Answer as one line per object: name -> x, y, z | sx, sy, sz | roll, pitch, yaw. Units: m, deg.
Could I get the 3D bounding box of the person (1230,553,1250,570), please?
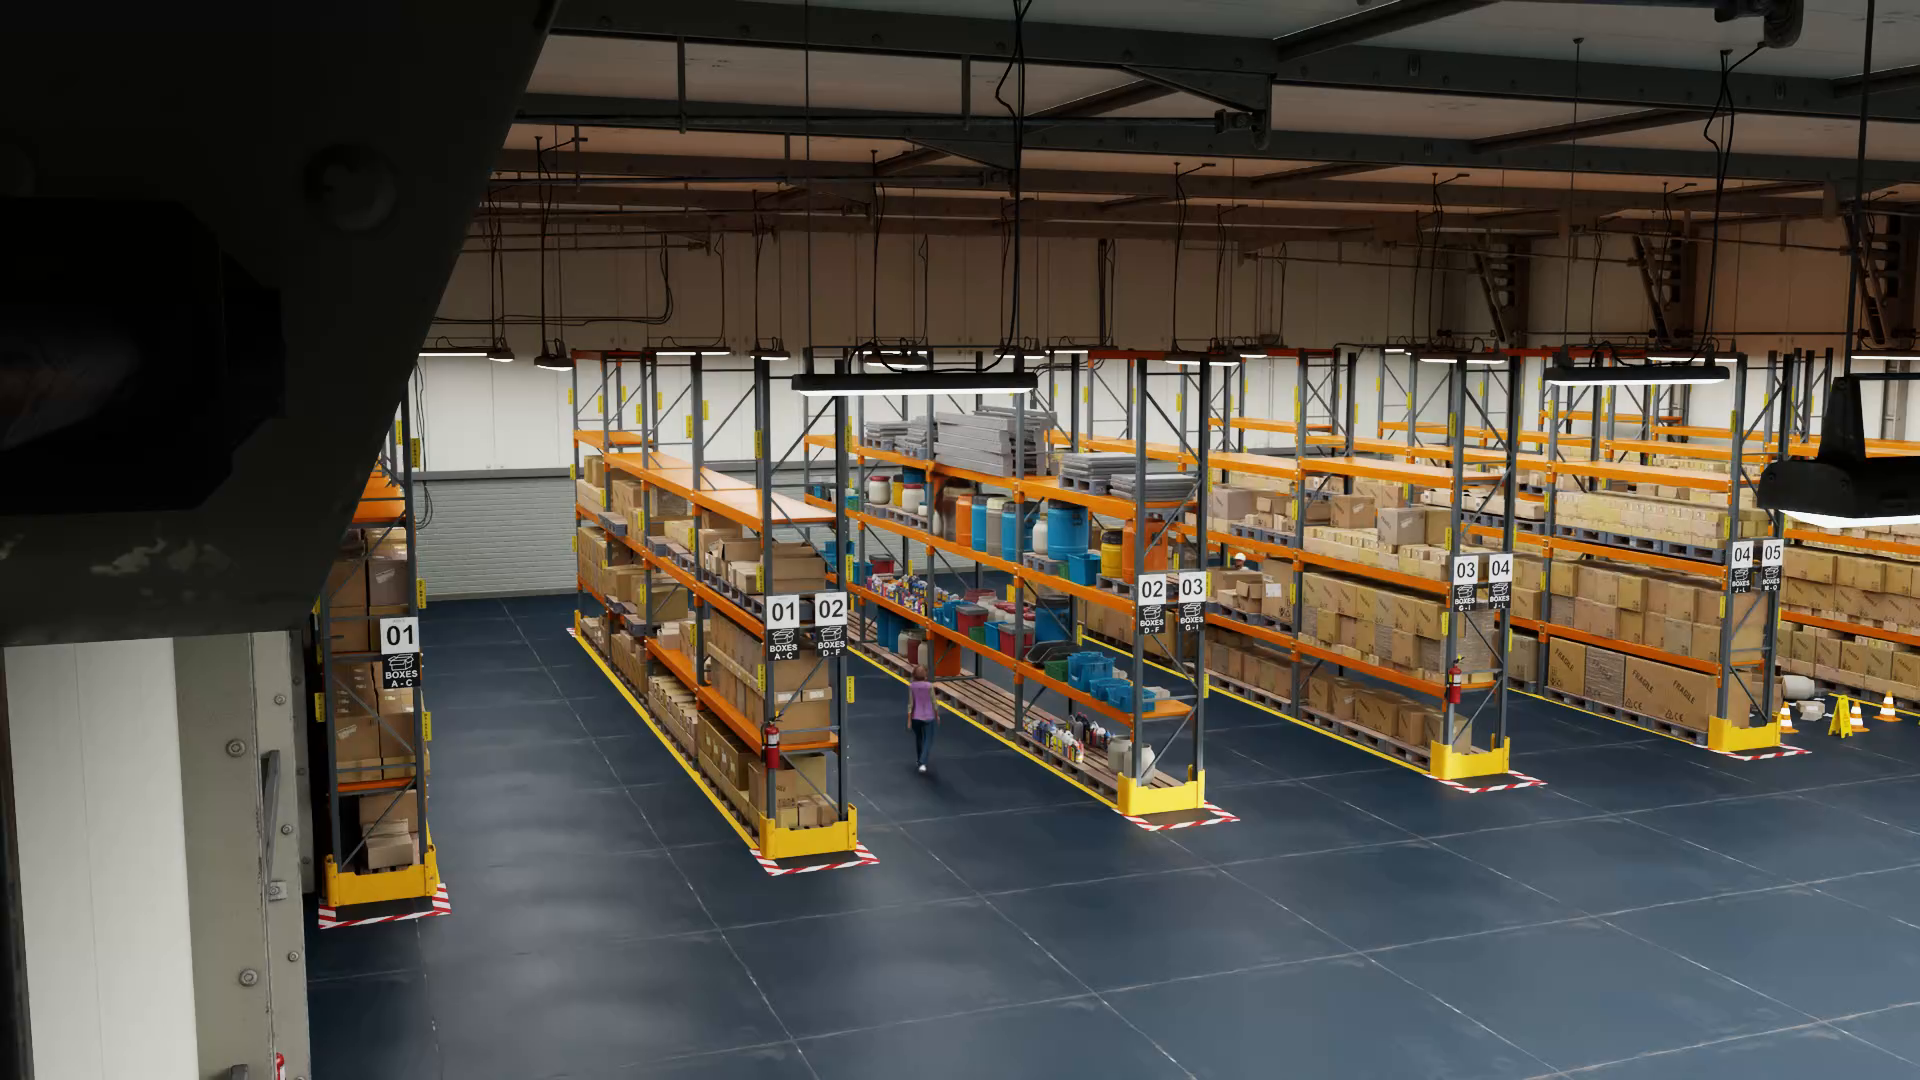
person -> 5.878, 1.140, 34.960 | 0.502, 1.757, 0.983 | -2, 7, -18

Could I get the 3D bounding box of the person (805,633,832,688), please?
person -> -2.602, 1.829, 29.796 | 0.474, 1.591, 0.940 | -4, 8, -27

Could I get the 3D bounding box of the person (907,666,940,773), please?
person -> -0.531, 2.573, 23.981 | 0.436, 1.556, 0.876 | 2, 7, 13

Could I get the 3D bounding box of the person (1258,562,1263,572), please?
person -> 8.073, 0.071, 43.785 | 0.466, 1.698, 0.447 | -2, 7, -14
